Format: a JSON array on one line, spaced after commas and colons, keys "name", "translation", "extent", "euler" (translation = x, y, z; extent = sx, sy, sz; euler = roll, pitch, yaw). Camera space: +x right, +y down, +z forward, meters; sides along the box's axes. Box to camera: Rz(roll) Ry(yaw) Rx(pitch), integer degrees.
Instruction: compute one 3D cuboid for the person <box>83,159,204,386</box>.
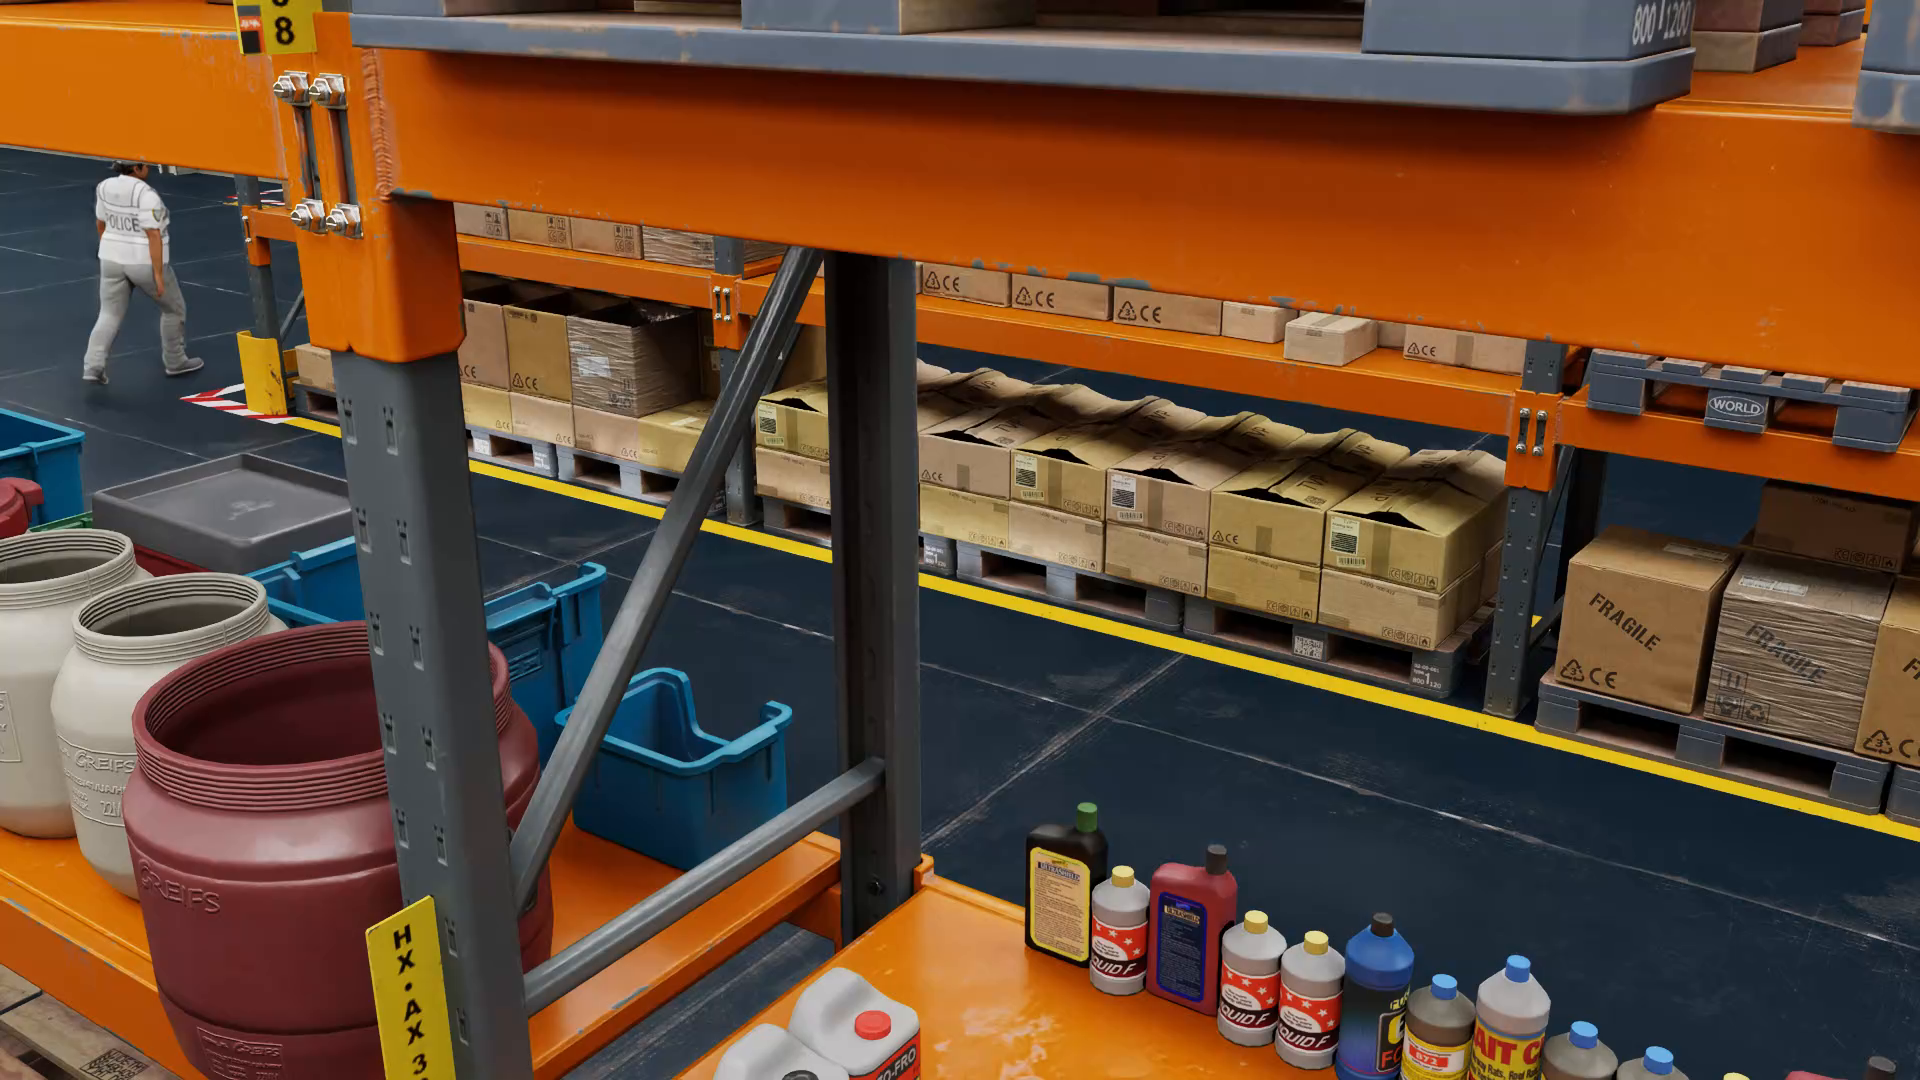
[{"name": "person", "translation": [-5.563, -1.844, 11.185], "extent": [0.538, 1.612, 0.965], "euler": [3, 20, 8]}]
